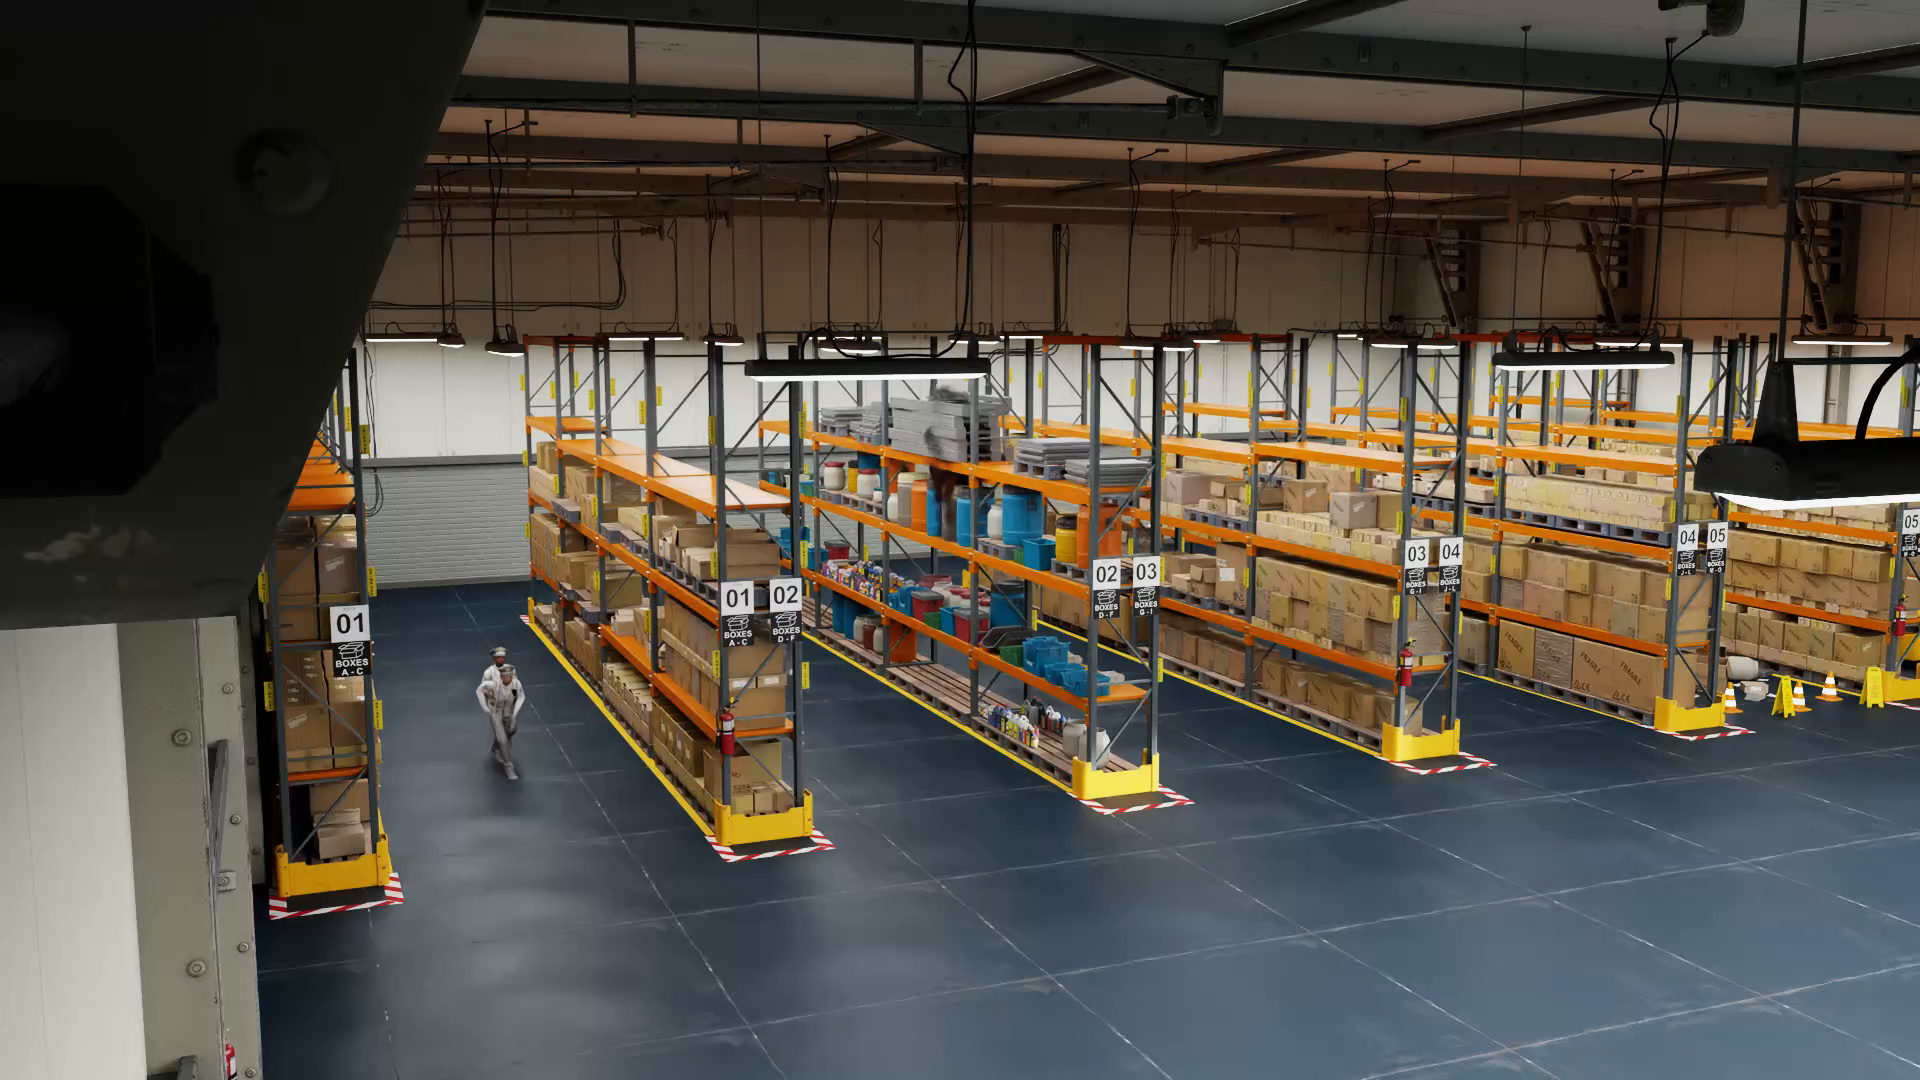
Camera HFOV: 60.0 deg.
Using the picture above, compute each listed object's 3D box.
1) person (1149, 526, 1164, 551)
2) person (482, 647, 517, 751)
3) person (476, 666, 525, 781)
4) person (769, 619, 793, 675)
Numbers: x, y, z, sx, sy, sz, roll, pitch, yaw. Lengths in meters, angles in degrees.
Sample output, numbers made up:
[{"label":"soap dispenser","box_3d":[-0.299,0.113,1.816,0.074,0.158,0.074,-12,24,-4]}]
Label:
[{"label":"person","box_3d":[4.332,0.513,37.349,0.714,1.733,0.791,-4,9,-27]},{"label":"person","box_3d":[-6.562,2.316,23.848,0.534,1.587,0.467,-4,9,-29]},{"label":"person","box_3d":[-6.424,2.490,23.209,0.654,1.628,0.979,-4,9,-29]},{"label":"person","box_3d":[-2.980,1.601,28.404,0.574,1.608,0.788,-4,9,-29]}]
